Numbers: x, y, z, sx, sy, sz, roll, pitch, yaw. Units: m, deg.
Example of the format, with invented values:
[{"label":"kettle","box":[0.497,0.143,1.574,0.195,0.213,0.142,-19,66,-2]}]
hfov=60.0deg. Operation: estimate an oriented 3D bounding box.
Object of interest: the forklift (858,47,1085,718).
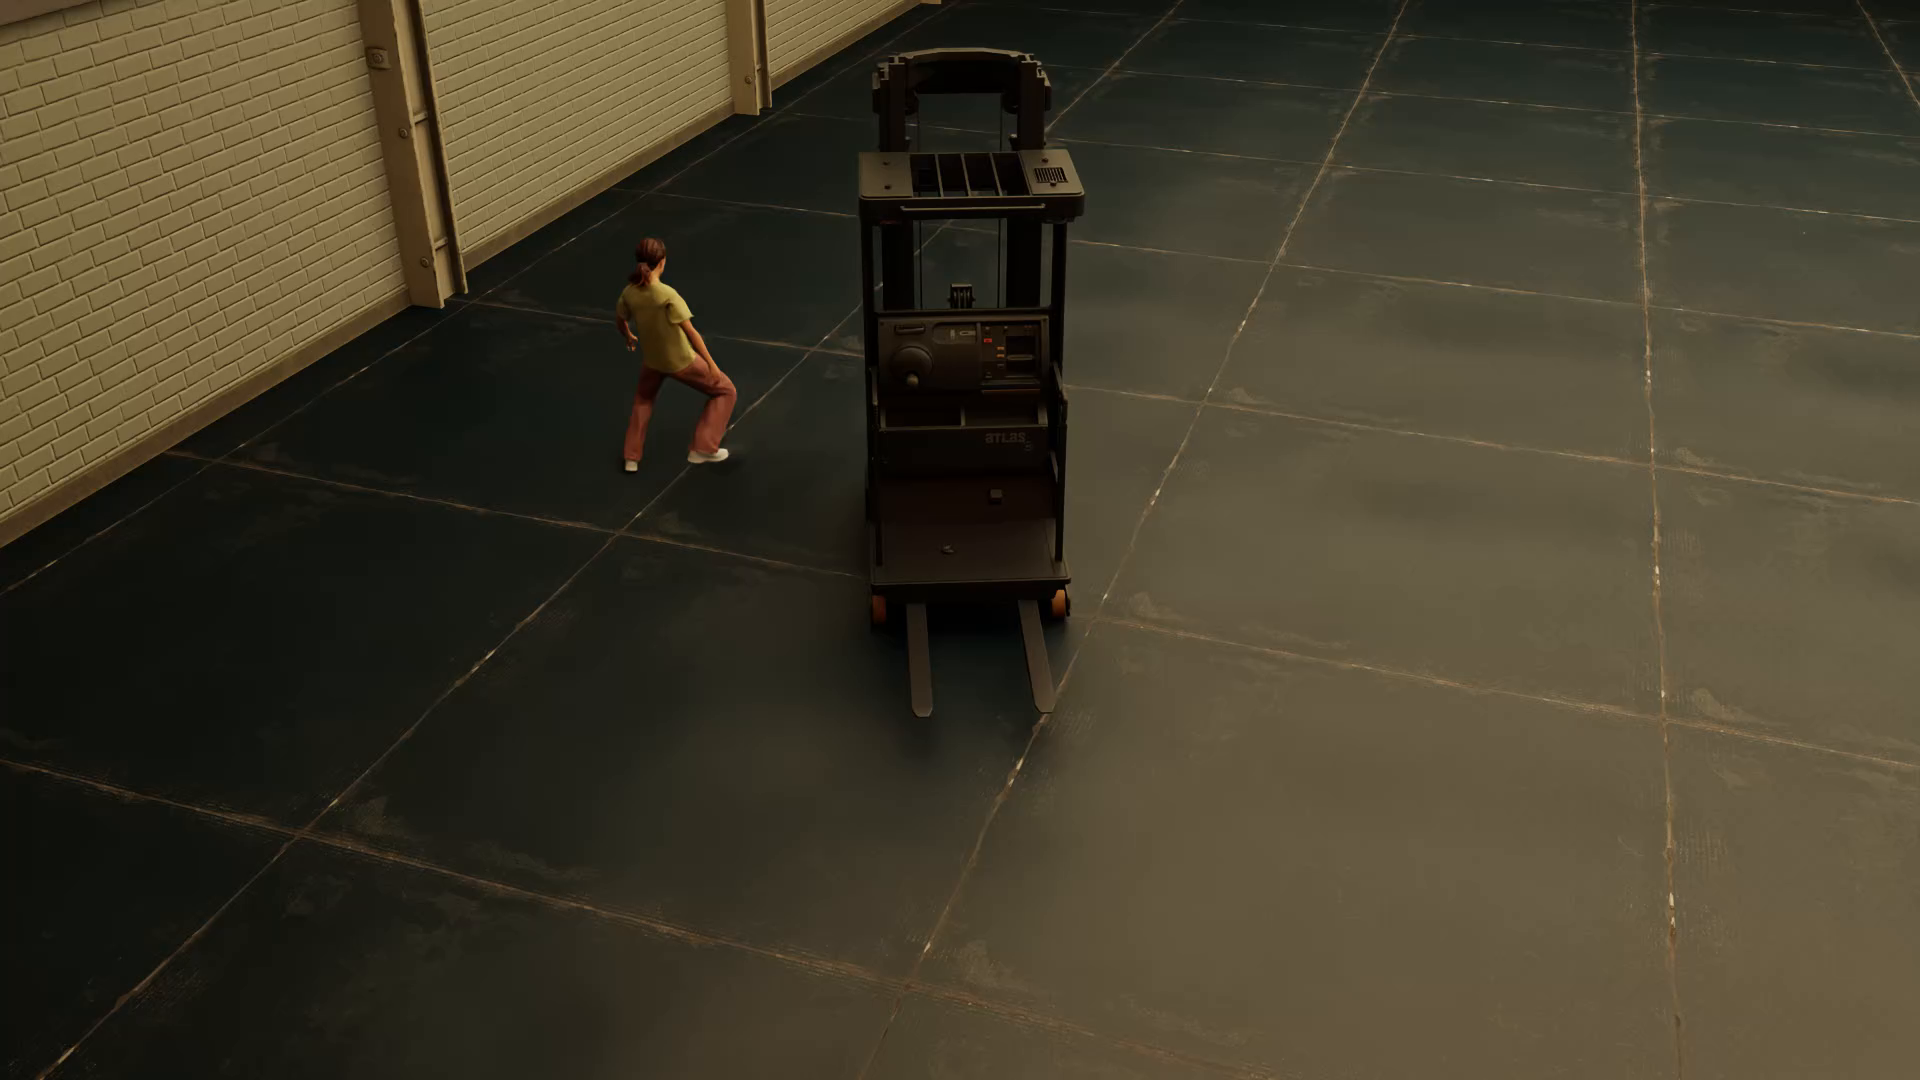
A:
[{"label":"forklift","box":[0.035,-0.972,8.842,1.130,2.935,3.031,-2,30,-3]}]

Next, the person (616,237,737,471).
[{"label":"person","box":[-1.854,-1.176,10.599,0.848,1.571,0.571,17,34,27]}]
